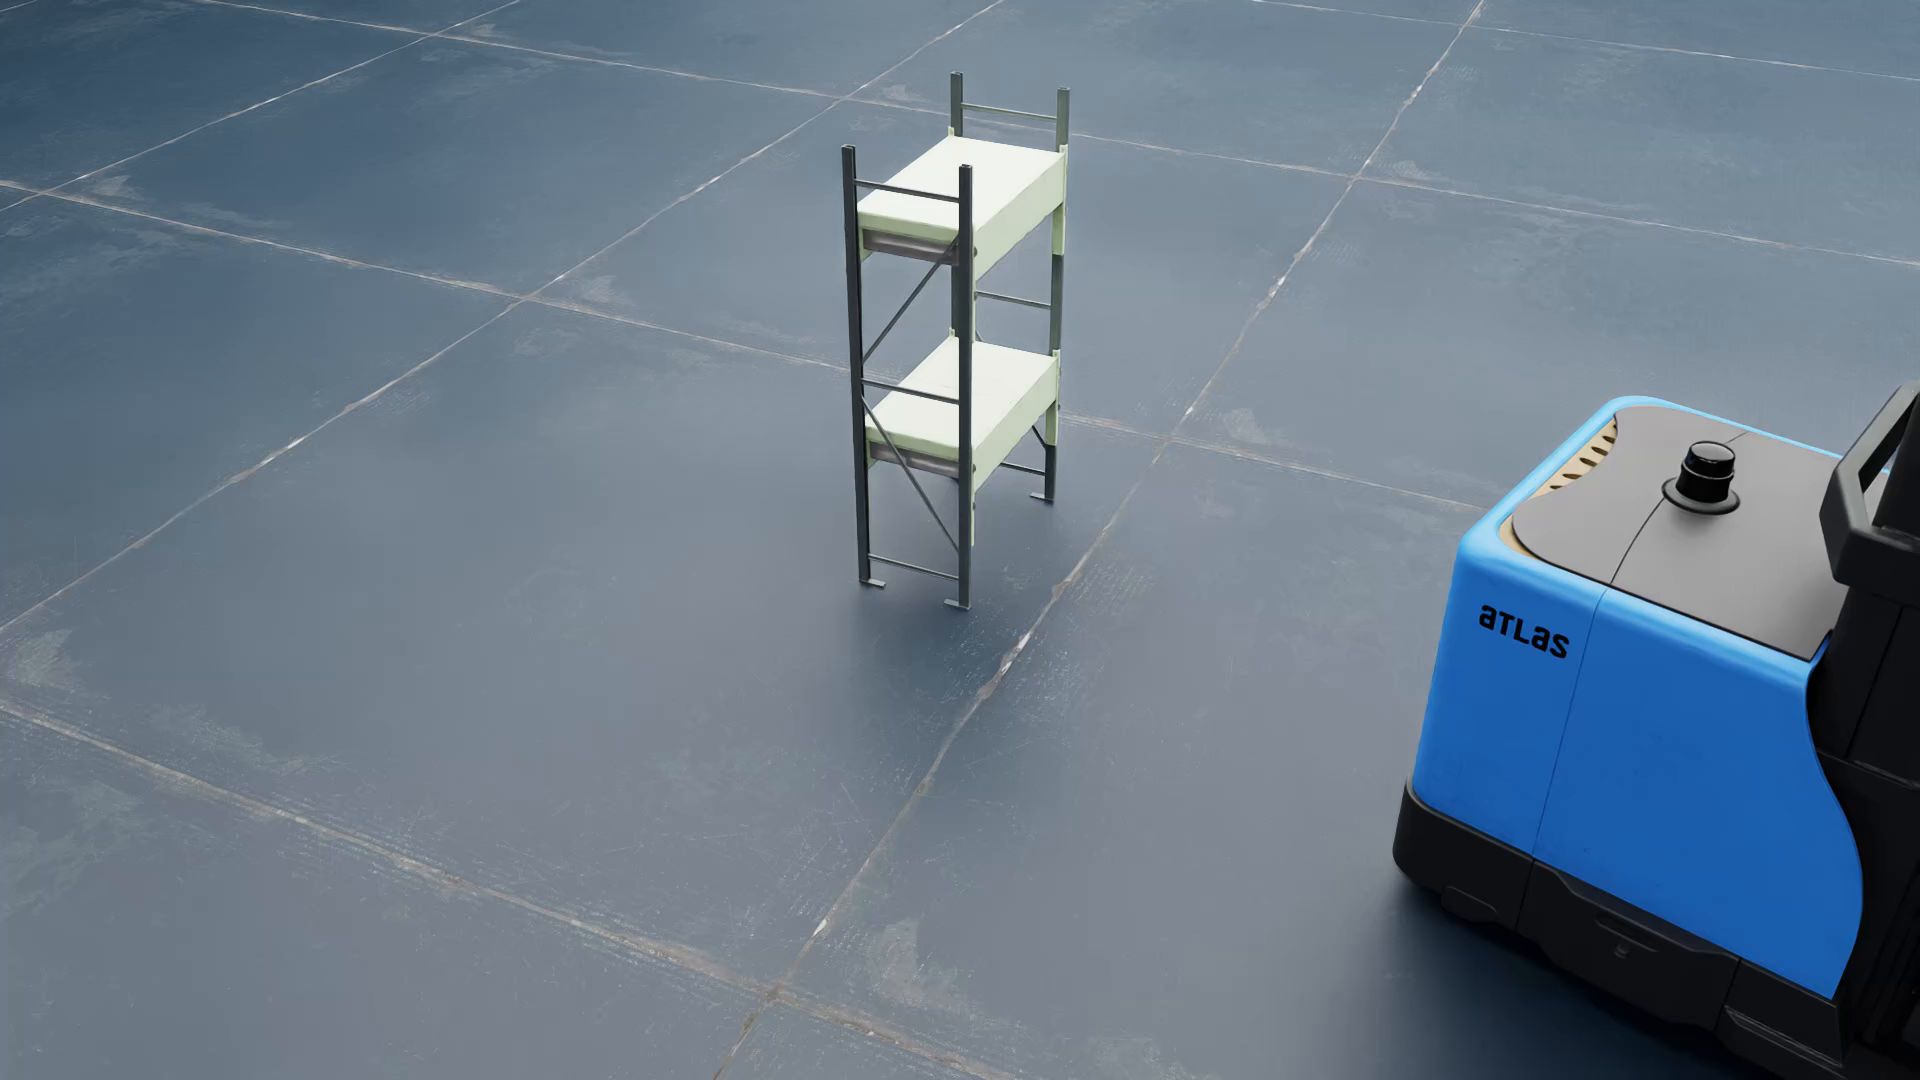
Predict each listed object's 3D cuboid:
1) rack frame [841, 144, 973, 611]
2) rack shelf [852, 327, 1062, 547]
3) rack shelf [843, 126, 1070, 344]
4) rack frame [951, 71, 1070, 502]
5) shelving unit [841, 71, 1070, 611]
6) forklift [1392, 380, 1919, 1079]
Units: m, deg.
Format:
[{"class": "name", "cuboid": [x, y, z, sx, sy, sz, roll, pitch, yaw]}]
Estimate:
[{"class": "rack frame", "cuboid": [-0.150, -0.448, 5.066, 0.400, 1.500, 0.023, 14, 36, 20]}, {"class": "rack shelf", "cuboid": [0.003, -0.358, 5.523, 0.431, 0.370, 0.720, 14, 36, 20]}, {"class": "rack shelf", "cuboid": [0.003, -0.957, 5.130, 0.431, 0.370, 0.720, 14, 36, 20]}, {"class": "rack frame", "cuboid": [0.156, -0.813, 5.622, 0.400, 1.500, 0.023, 14, 36, 20]}, {"class": "shelving unit", "cuboid": [0.003, -0.631, 5.344, 0.431, 1.500, 0.755, 14, 36, 20]}, {"class": "forklift", "cuboid": [2.585, -0.010, 3.093, 3.031, 2.935, 1.130, 25, 41, 33]}]
